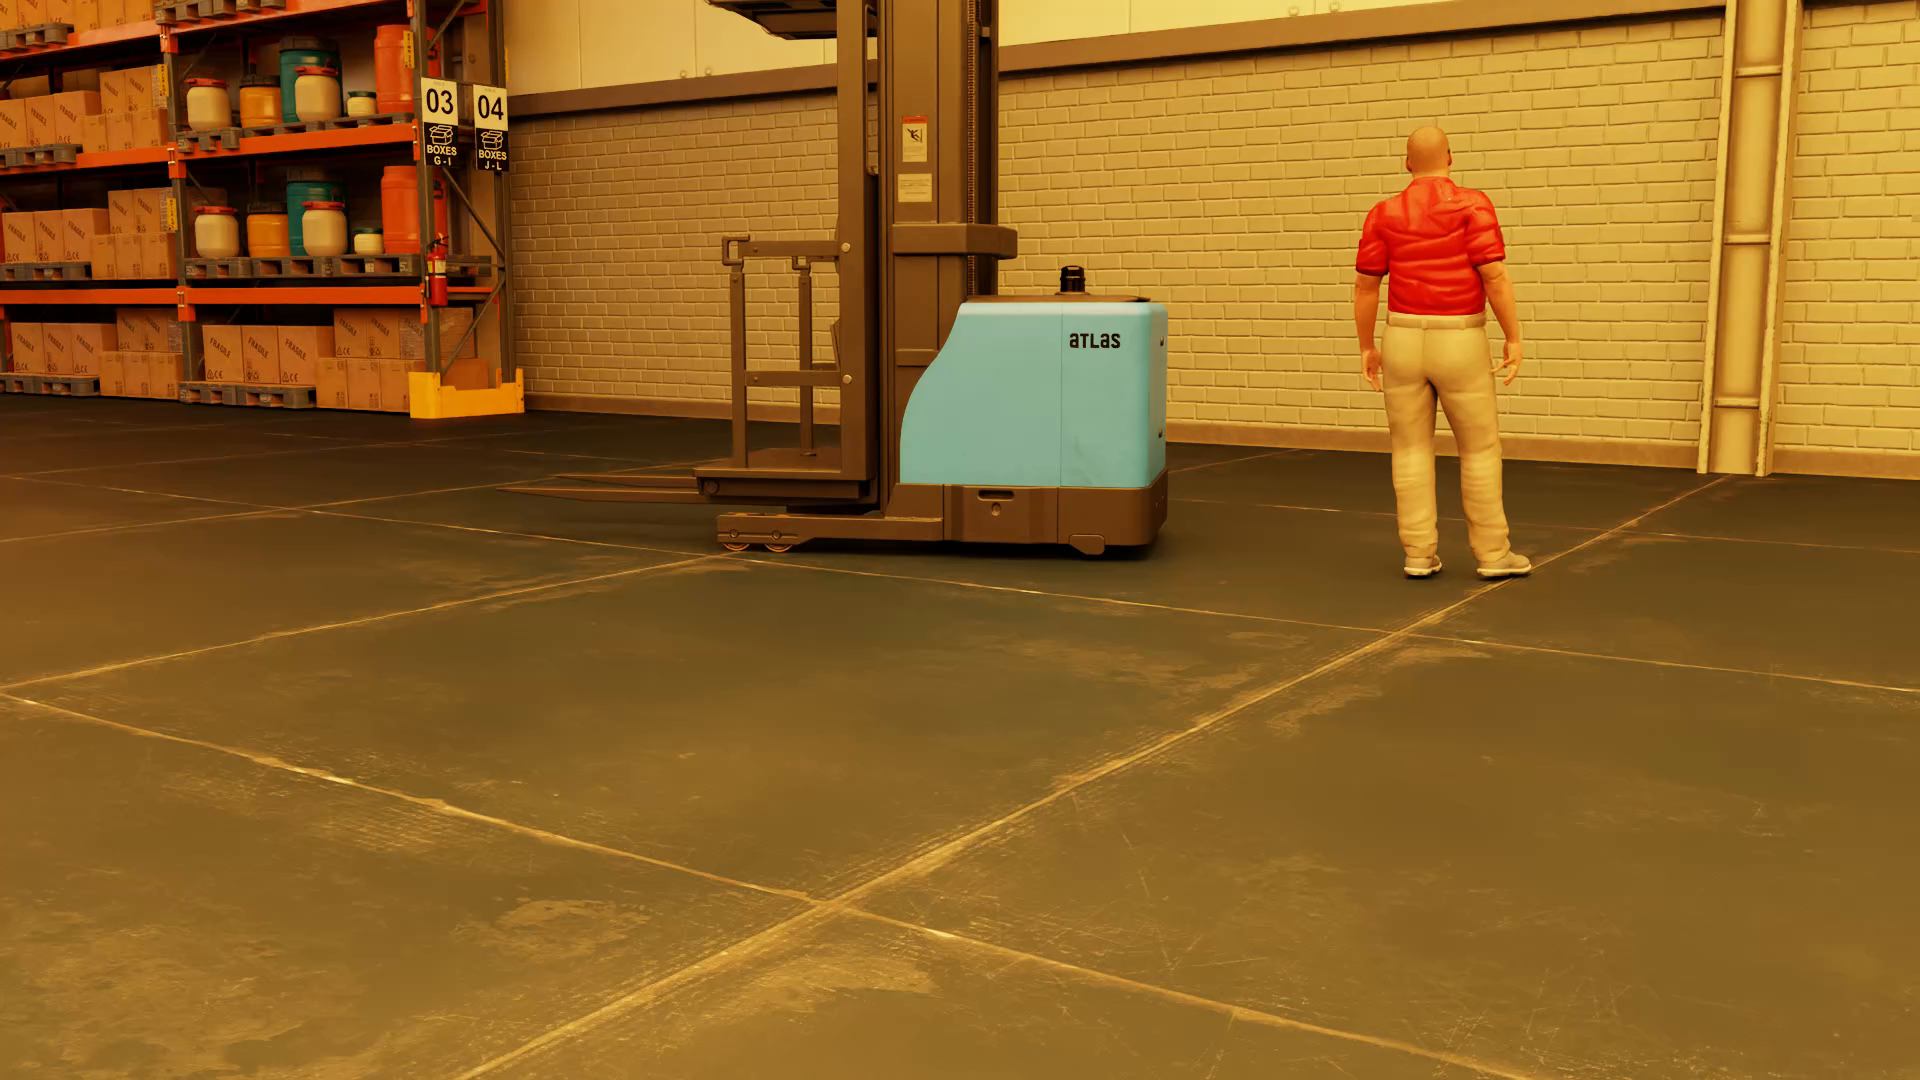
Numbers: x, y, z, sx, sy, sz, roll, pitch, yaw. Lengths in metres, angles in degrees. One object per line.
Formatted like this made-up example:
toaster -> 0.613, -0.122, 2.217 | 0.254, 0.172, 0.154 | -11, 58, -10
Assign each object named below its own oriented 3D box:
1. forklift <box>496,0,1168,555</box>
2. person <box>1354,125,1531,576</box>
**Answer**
forklift -> -0.596, -1.469, 7.520 | 3.031, 2.935, 1.130 | 2, 8, 12
person -> 1.891, -0.723, 6.495 | 0.643, 1.729, 0.550 | 5, 10, 33
